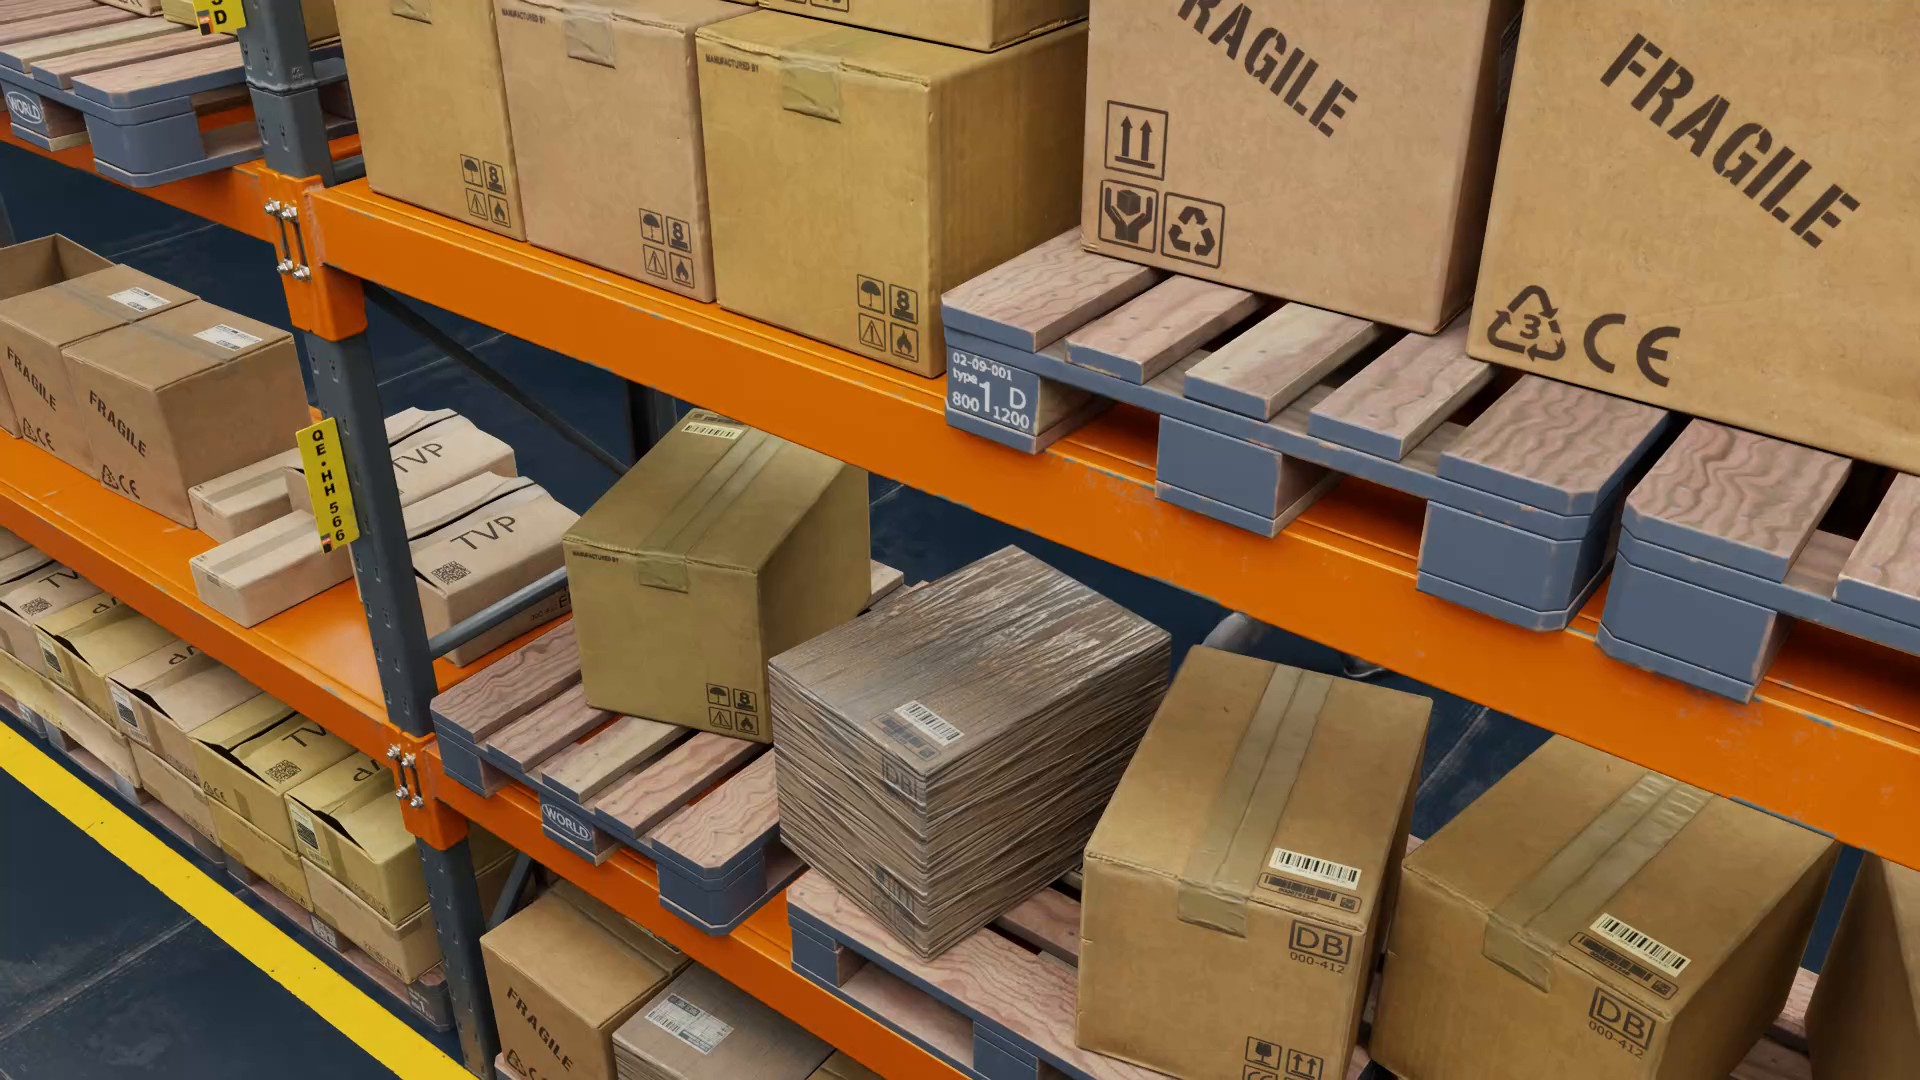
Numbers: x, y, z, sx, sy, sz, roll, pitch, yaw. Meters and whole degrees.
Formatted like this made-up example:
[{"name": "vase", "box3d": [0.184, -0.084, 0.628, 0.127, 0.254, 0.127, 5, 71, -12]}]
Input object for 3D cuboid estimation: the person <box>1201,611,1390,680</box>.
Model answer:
[{"name": "person", "box3d": [1.340, -0.079, 6.229, 1.012, 1.618, 0.457, -1, 31, -2]}]
